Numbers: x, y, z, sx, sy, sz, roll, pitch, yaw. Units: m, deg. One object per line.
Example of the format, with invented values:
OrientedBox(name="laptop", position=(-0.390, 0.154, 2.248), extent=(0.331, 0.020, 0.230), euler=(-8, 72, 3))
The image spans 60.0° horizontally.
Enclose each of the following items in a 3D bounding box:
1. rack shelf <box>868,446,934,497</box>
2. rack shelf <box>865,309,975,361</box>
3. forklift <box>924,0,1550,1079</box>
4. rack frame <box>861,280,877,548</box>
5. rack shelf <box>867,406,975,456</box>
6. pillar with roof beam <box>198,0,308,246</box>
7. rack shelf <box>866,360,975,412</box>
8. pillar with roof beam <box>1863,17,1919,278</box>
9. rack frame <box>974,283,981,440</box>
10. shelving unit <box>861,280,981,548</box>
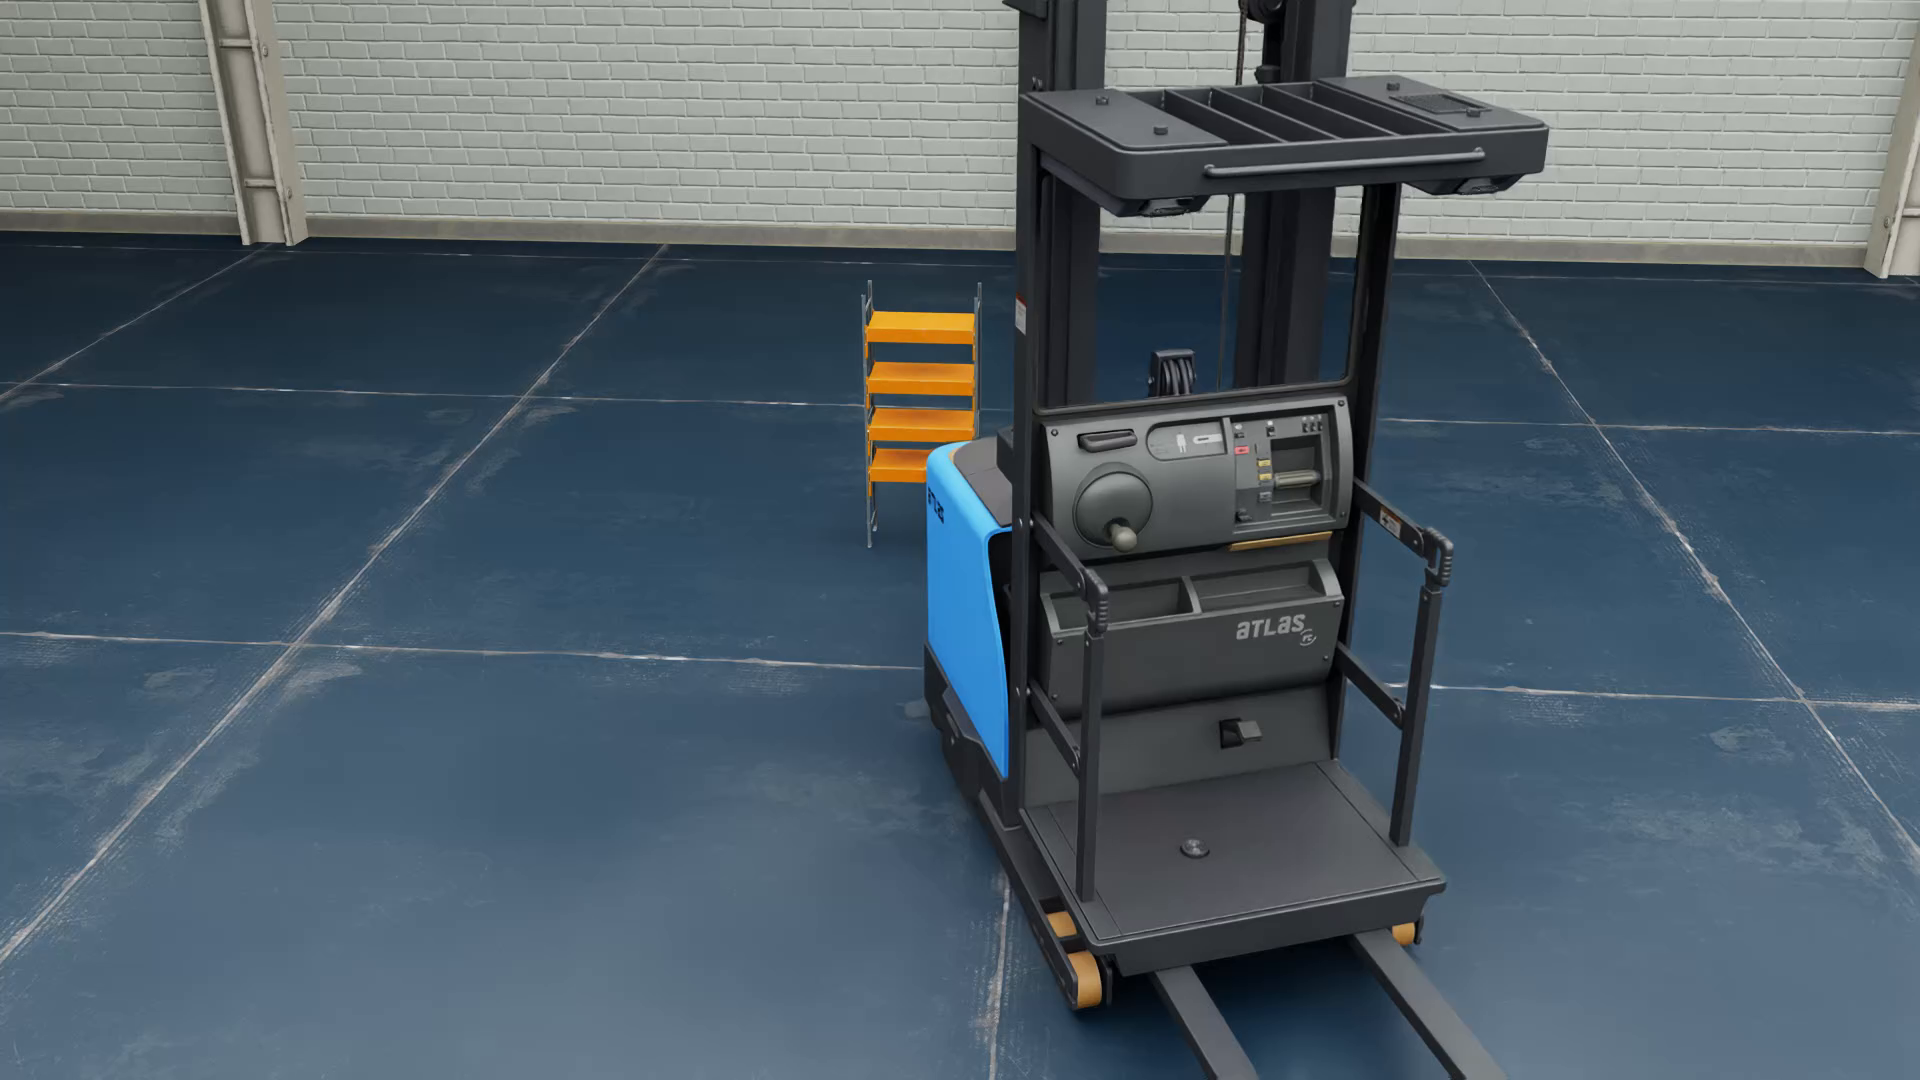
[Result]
OrientedBox(name="rack shelf", position=(-0.165, -0.309, 7.622), extent=(0.480, 0.148, 0.258), euler=(2, 25, 4))
OrientedBox(name="rack shelf", position=(-0.165, -0.907, 7.346), extent=(0.480, 0.148, 0.258), euler=(2, 25, 4))
OrientedBox(name="forklift", position=(0.755, -0.159, 4.588), extent=(1.130, 2.935, 3.031), euler=(-7, 26, -14))
OrientedBox(name="rack frame", position=(-0.408, -0.558, 7.528), extent=(0.015, 1.200, 0.240), euler=(2, 25, 4))
OrientedBox(name="rack shelf", position=(-0.165, -0.489, 7.539), extent=(0.480, 0.148, 0.258), euler=(2, 25, 4))
OrientedBox(name="pillar with roof beam", position=(-5.568, -4.593, 6.966), extent=(0.400, 9.000, 9.100), euler=(2, 25, 4))
OrientedBox(name="rack shelf", position=(-0.165, -0.692, 7.445), extent=(0.480, 0.148, 0.258), euler=(2, 25, 4))
OrientedBox(name="pillar with roof beam", position=(6.396, -4.209, 6.132), extent=(0.400, 9.000, 9.100), euler=(2, 25, 4))
OrientedBox(name="rack frame", position=(0.078, -0.543, 7.494), extent=(0.015, 1.200, 0.240), euler=(2, 25, 4))
OrientedBox(name="shelving unit", position=(-0.165, -0.550, 7.511), extent=(0.503, 1.200, 0.258), euler=(2, 25, 4))
